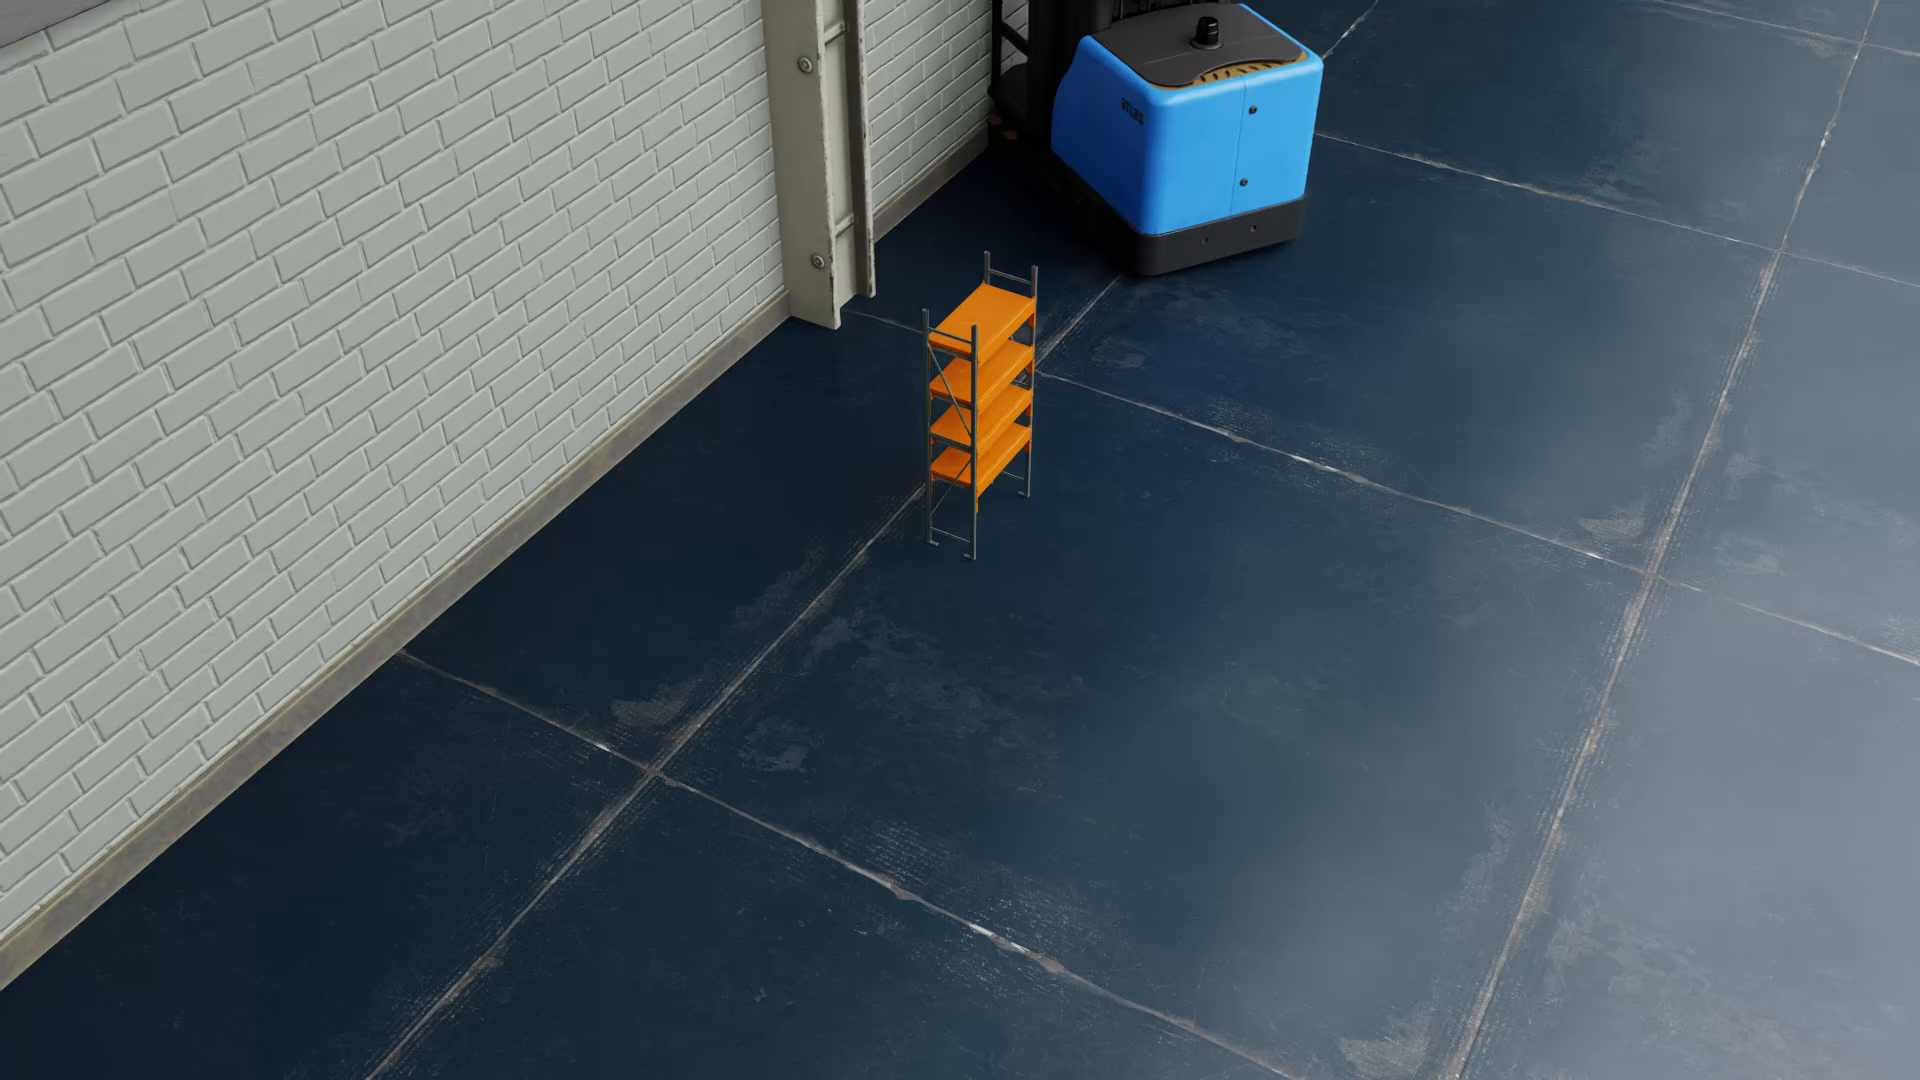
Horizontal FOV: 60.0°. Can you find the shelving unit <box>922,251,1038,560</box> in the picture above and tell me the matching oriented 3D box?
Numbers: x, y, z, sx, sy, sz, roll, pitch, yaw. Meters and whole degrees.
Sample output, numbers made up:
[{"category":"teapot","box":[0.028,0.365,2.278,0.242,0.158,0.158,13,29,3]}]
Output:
[{"category":"shelving unit","box":[0.083,-0.545,6.961,0.258,1.200,0.503,21,45,22]}]

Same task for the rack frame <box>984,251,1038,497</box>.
[{"category":"rack frame","box":[0.205,-0.685,7.120,0.240,1.200,0.015,21,45,22]}]

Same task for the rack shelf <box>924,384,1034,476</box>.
[{"category":"rack shelf","box":[0.083,-0.495,7.005,0.258,0.148,0.480,21,45,22]}]

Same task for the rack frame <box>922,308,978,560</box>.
[{"category":"rack frame","box":[-0.039,-0.405,6.802,0.240,1.200,0.015,21,45,22]}]

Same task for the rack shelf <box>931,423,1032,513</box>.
[{"category":"rack shelf","box":[0.083,-0.345,7.137,0.258,0.148,0.480,21,45,22]}]

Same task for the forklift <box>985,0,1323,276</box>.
[{"category":"forklift","box":[0.771,-3.458,8.959,1.130,2.935,3.031,-17,44,-19]}]

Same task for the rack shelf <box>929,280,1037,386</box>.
[{"category":"rack shelf","box":[0.083,-0.840,6.701,0.258,0.148,0.480,21,45,22]}]

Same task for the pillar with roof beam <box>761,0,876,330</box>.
[{"category":"pillar with roof beam","box":[3.057,-3.187,4.060,9.100,9.000,0.400,21,45,22]}]

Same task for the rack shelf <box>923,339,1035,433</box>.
[{"category":"rack shelf","box":[0.083,-0.662,6.858,0.258,0.148,0.480,21,45,22]}]
